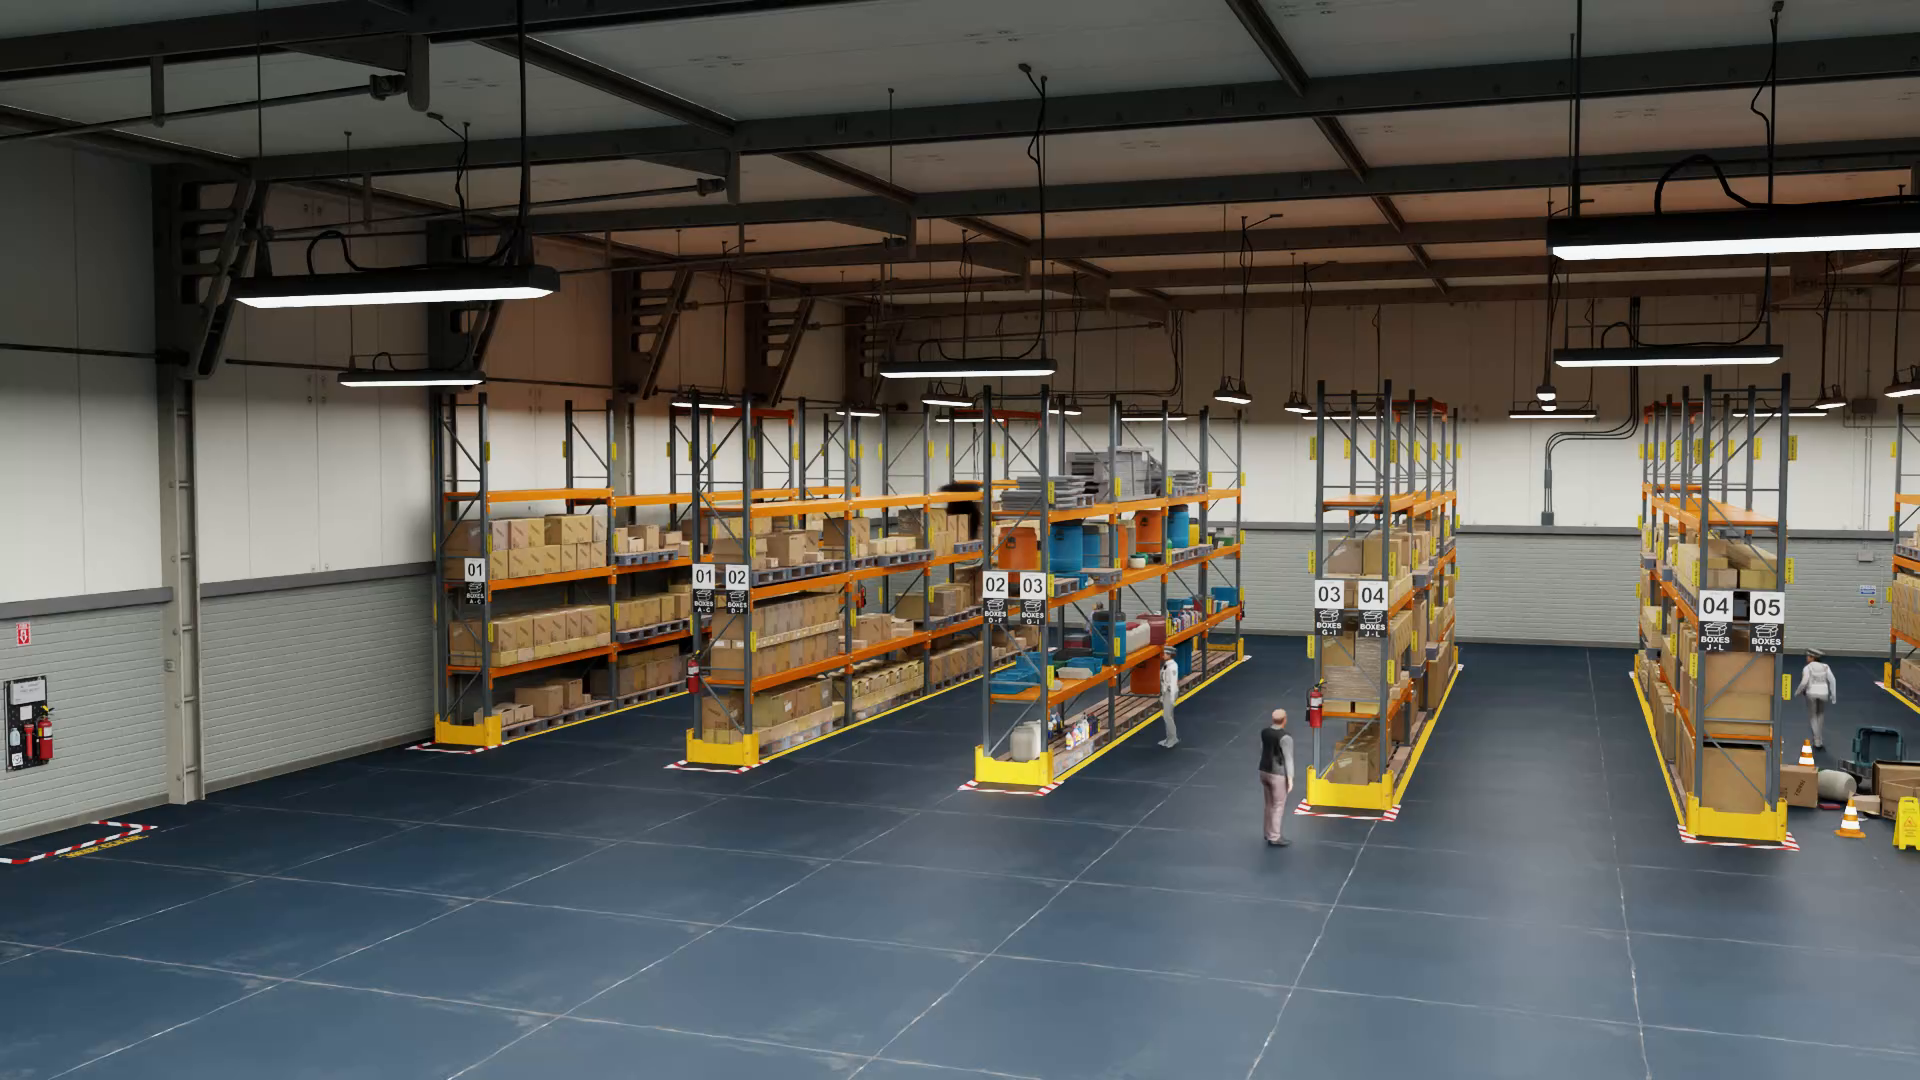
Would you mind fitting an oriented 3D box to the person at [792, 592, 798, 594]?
[{"bbox_3d":[-3.538,2.036,36.821,0.462,1.784,0.581,-1,3,-16],"label":"person"}]

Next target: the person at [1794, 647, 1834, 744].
[{"bbox_3d":[14.609,2.683,28.408,0.603,1.660,0.825,1,3,19],"label":"person"}]

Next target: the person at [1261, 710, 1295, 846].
[{"bbox_3d":[4.043,3.019,21.123,0.363,1.728,0.561,-1,3,-22],"label":"person"}]

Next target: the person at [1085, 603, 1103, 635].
[{"bbox_3d":[2.856,2.178,35.682,0.393,1.641,0.493,2,4,32],"label":"person"}]

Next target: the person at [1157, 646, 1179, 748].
[{"bbox_3d":[3.546,2.666,28.336,0.344,1.720,0.551,0,3,-6],"label":"person"}]
